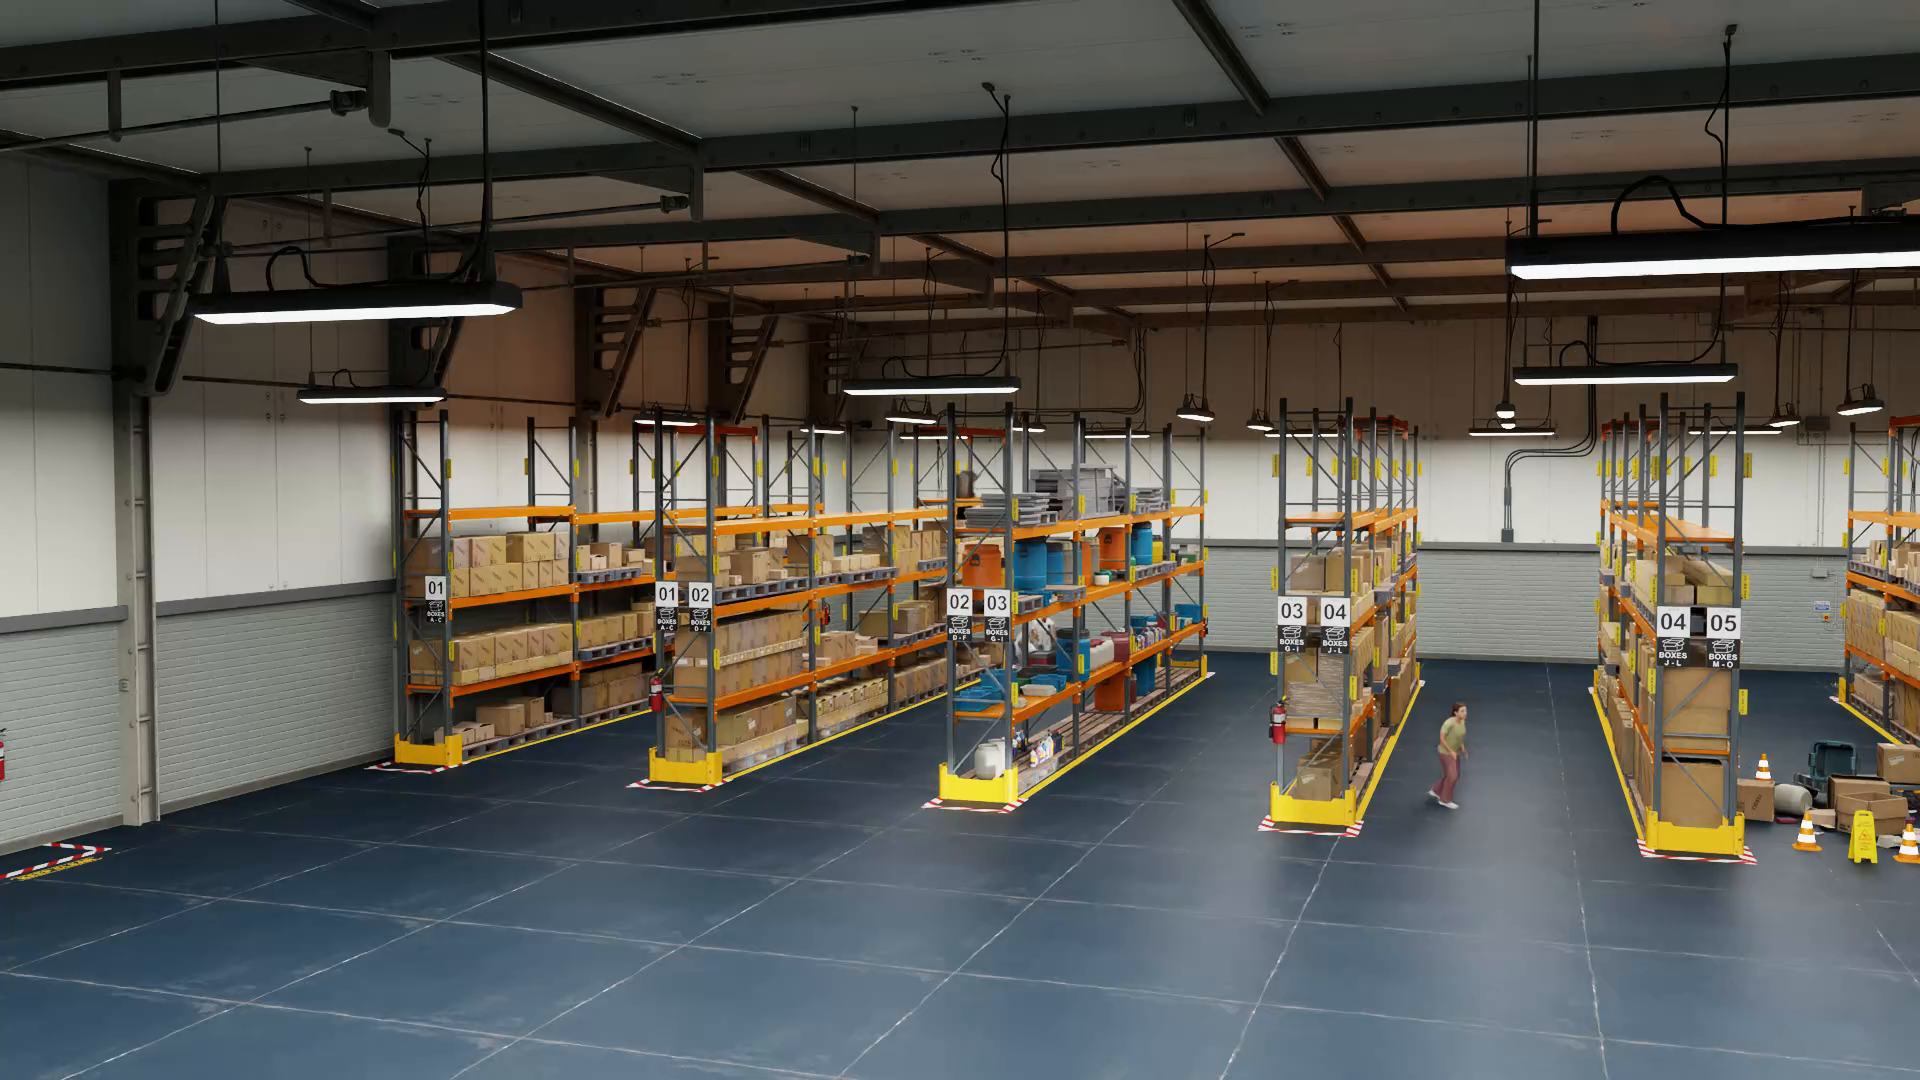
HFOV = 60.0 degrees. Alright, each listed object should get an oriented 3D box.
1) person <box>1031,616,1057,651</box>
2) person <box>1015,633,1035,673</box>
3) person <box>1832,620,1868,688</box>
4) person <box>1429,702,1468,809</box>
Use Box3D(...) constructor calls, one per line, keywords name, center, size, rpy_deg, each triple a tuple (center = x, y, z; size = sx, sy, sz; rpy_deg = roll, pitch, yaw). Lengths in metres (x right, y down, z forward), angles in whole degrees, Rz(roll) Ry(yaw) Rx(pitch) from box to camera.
Box3D(name="person", center=(2.003, 2.494, 39.711), size=(0.612, 1.667, 1.058), rpy_deg=(0, 2, 10))
Box3D(name="person", center=(1.387, 2.707, 35.487), size=(0.721, 1.512, 1.022), rpy_deg=(2, 3, 32))
Box3D(name="person", center=(20.258, 2.558, 37.770), size=(0.860, 1.609, 0.520), rpy_deg=(0, 2, 1))
Box3D(name="person", center=(7.190, 3.165, 24.571), size=(0.576, 1.585, 0.749), rpy_deg=(-2, 3, -37))
